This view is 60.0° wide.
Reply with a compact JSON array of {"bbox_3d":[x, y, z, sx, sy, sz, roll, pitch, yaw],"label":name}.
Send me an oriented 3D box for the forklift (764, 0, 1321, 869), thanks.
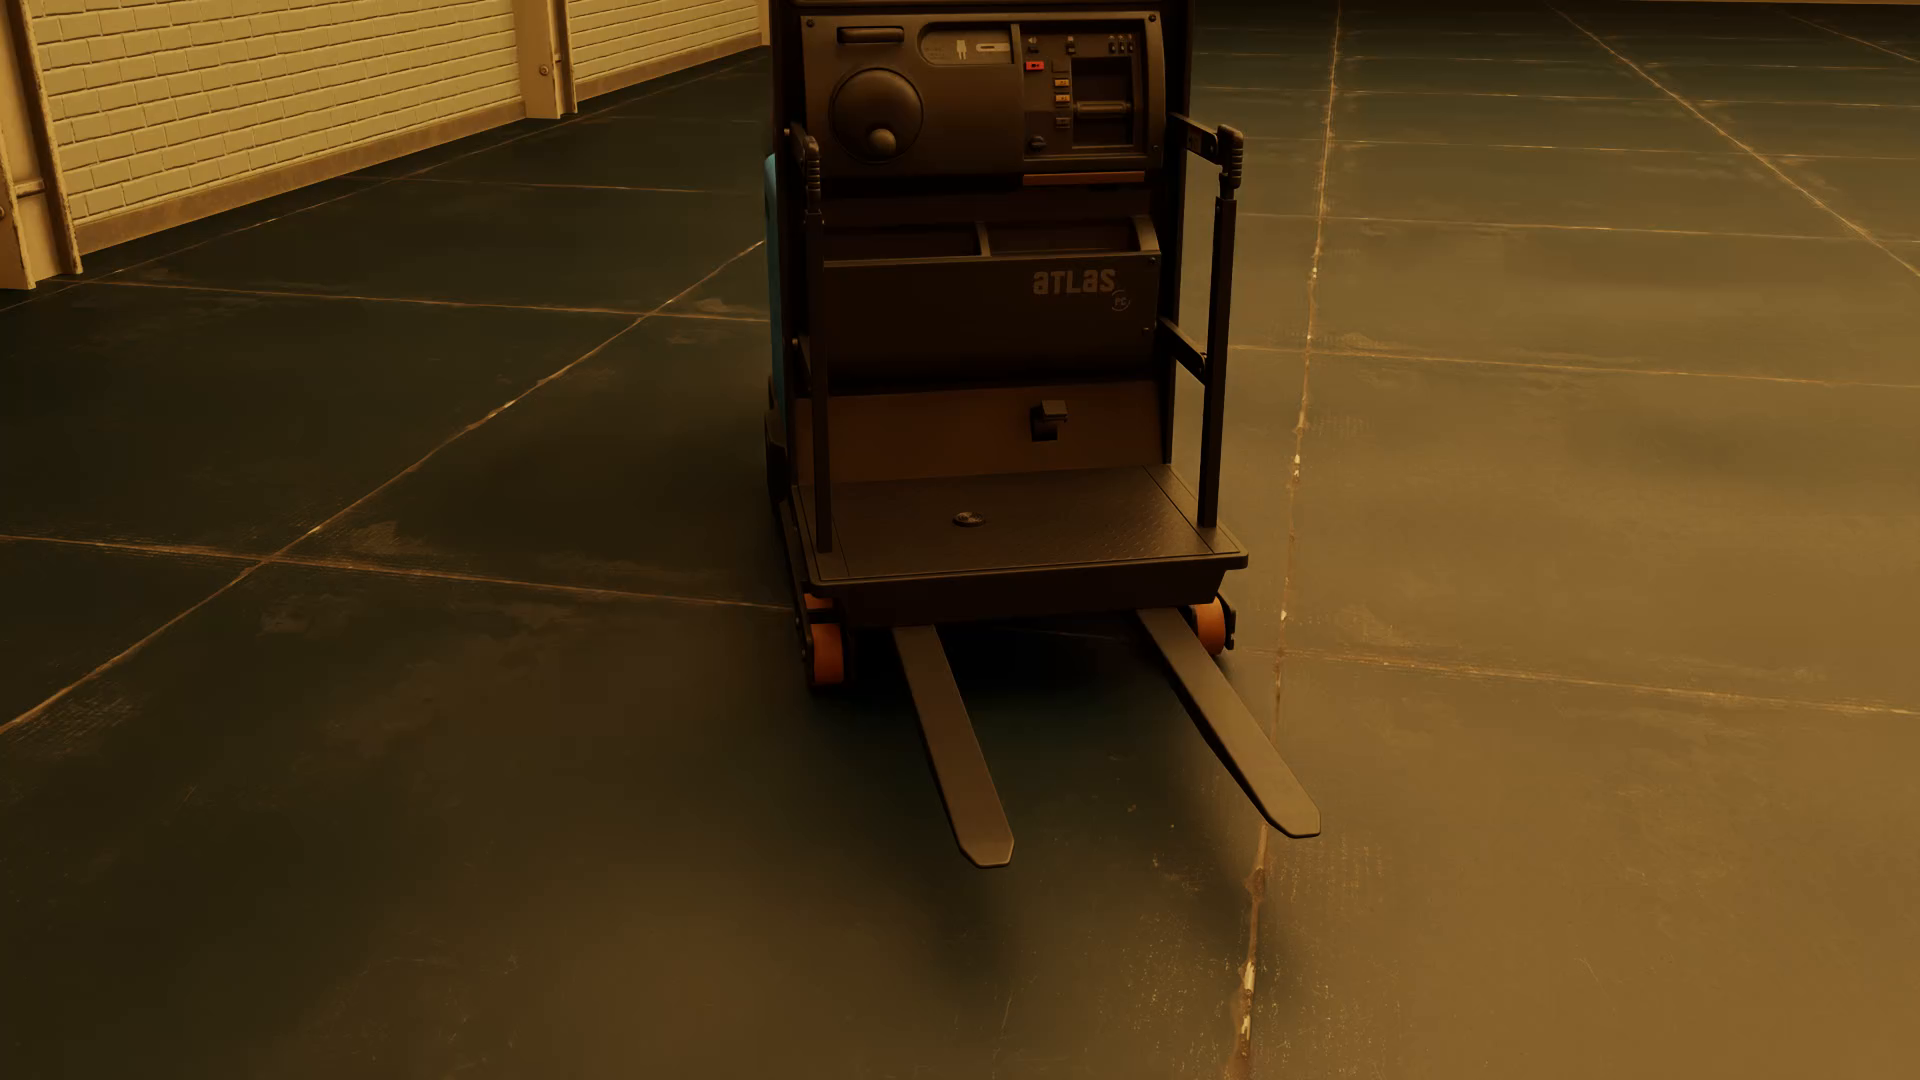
[{"bbox_3d":[0.104,-1.131,4.040,1.130,2.935,3.031,-4,22,-9],"label":"forklift"}]
